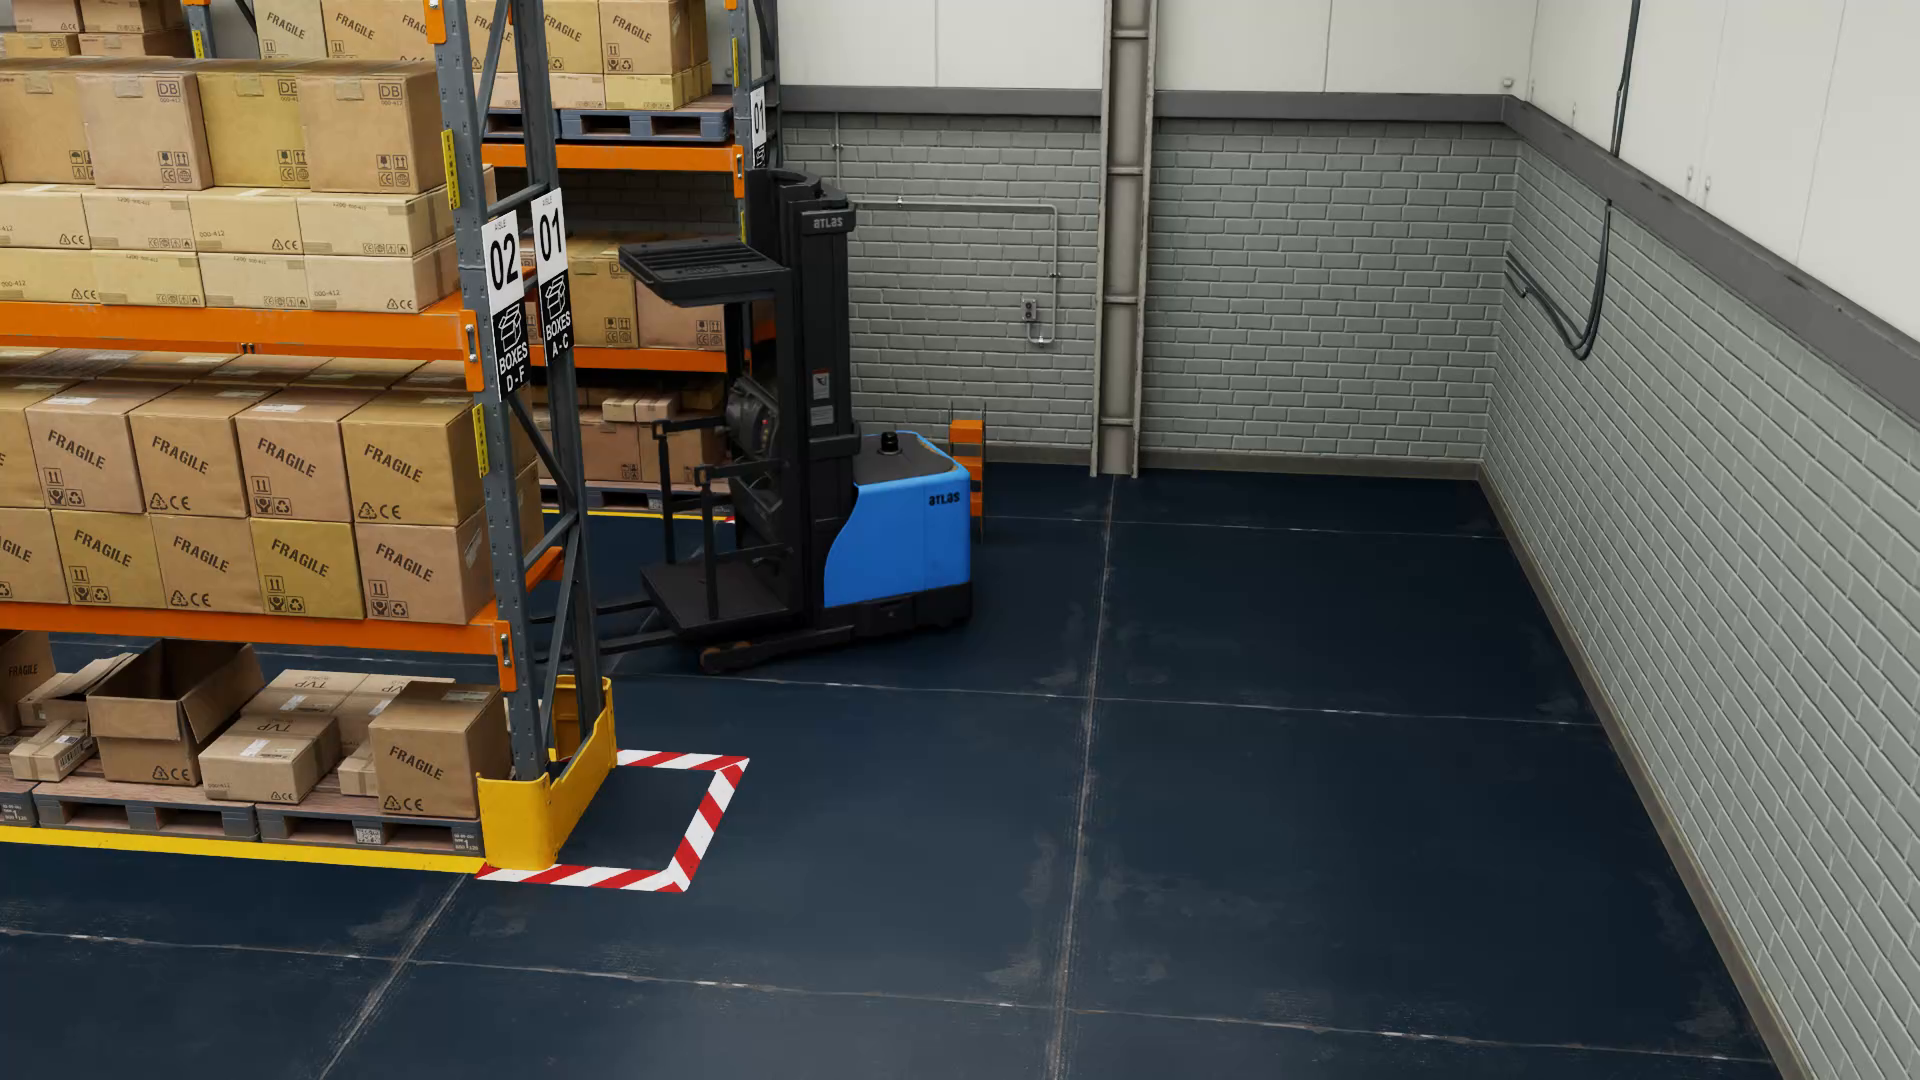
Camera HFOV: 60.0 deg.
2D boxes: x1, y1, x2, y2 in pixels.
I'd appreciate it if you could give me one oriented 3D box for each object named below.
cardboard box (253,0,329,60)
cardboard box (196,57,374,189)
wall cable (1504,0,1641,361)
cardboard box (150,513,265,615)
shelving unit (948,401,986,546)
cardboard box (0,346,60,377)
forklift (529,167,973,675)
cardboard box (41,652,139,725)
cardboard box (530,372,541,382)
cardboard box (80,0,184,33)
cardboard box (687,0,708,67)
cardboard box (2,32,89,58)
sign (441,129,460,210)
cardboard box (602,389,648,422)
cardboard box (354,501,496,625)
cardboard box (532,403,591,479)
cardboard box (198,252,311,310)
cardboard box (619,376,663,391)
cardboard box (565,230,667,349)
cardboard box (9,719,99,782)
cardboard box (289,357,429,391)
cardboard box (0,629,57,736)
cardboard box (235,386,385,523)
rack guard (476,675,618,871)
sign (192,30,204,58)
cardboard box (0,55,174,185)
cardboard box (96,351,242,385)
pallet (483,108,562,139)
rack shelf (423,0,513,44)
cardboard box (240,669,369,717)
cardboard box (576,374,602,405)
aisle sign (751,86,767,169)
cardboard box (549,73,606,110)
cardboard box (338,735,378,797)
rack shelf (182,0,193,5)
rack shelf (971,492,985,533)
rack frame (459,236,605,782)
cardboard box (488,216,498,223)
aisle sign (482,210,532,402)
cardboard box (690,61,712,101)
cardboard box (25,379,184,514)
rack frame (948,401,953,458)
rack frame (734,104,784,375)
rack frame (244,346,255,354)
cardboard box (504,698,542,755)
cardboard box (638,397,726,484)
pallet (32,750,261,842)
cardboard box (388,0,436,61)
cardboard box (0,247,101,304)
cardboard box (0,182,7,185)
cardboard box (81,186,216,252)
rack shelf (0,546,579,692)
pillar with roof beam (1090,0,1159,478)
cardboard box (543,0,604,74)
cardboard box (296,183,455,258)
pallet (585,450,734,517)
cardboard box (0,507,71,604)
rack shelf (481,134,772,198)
[{"bbox_3d":[-4.788,-3.727,12.184,0.500,0.500,0.500,2,22,6],"label":"cardboard box"},{"bbox_3d":[-3.068,-1.938,7.685,0.500,0.500,0.700,2,22,6],"label":"cardboard box"},{"bbox_3d":[4.084,-2.742,11.359,0.112,2.526,3.097,2,22,6],"label":"wall cable"},{"bbox_3d":[-3.557,0.026,8.158,0.500,0.500,0.500,3,22,7],"label":"cardboard box"},{"bbox_3d":[0.053,-0.486,12.241,0.252,1.050,0.215,2,22,6],"label":"shelving unit"},{"bbox_3d":[-5.000,-0.699,8.631,0.500,0.500,0.500,2,22,5],"label":"cardboard box"},{"bbox_3d":[-1.479,-0.748,10.346,3.031,2.935,1.130,-9,23,-23],"label":"forklift"},{"bbox_3d":[-4.698,0.864,9.234,0.500,0.311,0.500,2,22,6],"label":"cardboard box"},{"bbox_3d":[-3.560,-1.232,13.424,0.250,0.149,0.380,2,22,5],"label":"cardboard box"},{"bbox_3d":[-6.321,-4.025,12.707,0.500,0.250,0.500,4,22,10],"label":"cardboard box"},{"bbox_3d":[-2.187,-3.807,12.386,0.500,0.500,0.500,2,22,4],"label":"cardboard box"},{"bbox_3d":[-6.884,-3.669,12.826,0.500,0.500,0.700,2,22,5],"label":"cardboard box"},{"bbox_3d":[-2.155,-1.567,7.040,0.005,0.325,0.100,2,22,6],"label":"sign"},{"bbox_3d":[-2.600,-1.049,12.961,0.250,0.149,0.380,3,22,8],"label":"cardboard box"},{"bbox_3d":[-2.546,0.071,8.044,0.500,0.500,0.500,3,22,8],"label":"cardboard box"},{"bbox_3d":[-3.194,-0.841,13.316,0.500,0.500,0.700,2,22,5],"label":"cardboard box"},{"bbox_3d":[-3.106,-1.239,7.619,0.500,0.250,0.500,2,22,6],"label":"cardboard box"},{"bbox_3d":[-2.553,-1.189,13.313,0.250,0.149,0.380,3,22,6],"label":"cardboard box"},{"bbox_3d":[-2.722,-1.957,12.901,0.700,0.700,0.980,2,22,6],"label":"cardboard box"},{"bbox_3d":[-4.790,1.108,8.812,0.250,0.166,0.380,2,22,6],"label":"cardboard box"},{"bbox_3d":[-2.999,-0.609,8.405,0.500,0.500,0.500,3,22,7],"label":"cardboard box"},{"bbox_3d":[-5.443,0.743,9.281,0.500,0.500,0.500,2,22,6],"label":"cardboard box"},{"bbox_3d":[-3.046,-0.414,7.912,0.500,0.500,0.500,3,22,8],"label":"cardboard box"},{"bbox_3d":[-2.145,1.197,8.733,0.348,0.500,1.175,2,22,6],"label":"rack guard"},{"bbox_3d":[-5.517,-3.528,12.071,0.005,0.325,0.100,2,22,6],"label":"sign"},{"bbox_3d":[-4.063,-1.976,7.782,0.500,0.500,0.700,2,22,6],"label":"cardboard box"},{"bbox_3d":[-4.000,-0.654,8.519,0.500,0.500,0.500,2,22,6],"label":"cardboard box"},{"bbox_3d":[-3.443,-3.205,12.508,1.213,0.211,1.003,2,22,6],"label":"pallet"},{"bbox_3d":[-4.056,-2.503,7.514,4.000,0.370,1.077,2,22,6],"label":"rack shelf"},{"bbox_3d":[-3.569,0.941,9.121,0.500,0.250,0.500,2,22,6],"label":"cardboard box"},{"bbox_3d":[-3.054,-1.210,13.368,0.250,0.149,0.380,3,22,7],"label":"cardboard box"},{"bbox_3d":[-1.454,-2.868,12.077,0.004,0.787,0.394,2,22,6],"label":"aisle sign"},{"bbox_3d":[-2.766,-3.295,12.112,0.500,0.250,0.500,2,22,4],"label":"cardboard box"},{"bbox_3d":[-3.030,1.167,8.665,0.250,0.166,0.380,2,22,6],"label":"cardboard box"},{"bbox_3d":[-7.449,-4.300,12.600,4.000,0.370,1.077,2,22,6],"label":"rack shelf"},{"bbox_3d":[0.053,-0.218,12.347,0.240,0.259,0.215,2,22,6],"label":"rack shelf"},{"bbox_3d":[-2.070,0.038,8.265,0.127,3.000,1.000,2,22,6],"label":"rack frame"},{"bbox_3d":[-2.550,-1.403,8.032,0.500,0.250,0.500,2,22,6],"label":"cardboard box"},{"bbox_3d":[-2.038,-1.057,7.497,0.004,0.787,0.394,2,22,6],"label":"aisle sign"},{"bbox_3d":[-2.186,-3.459,12.527,0.500,0.250,0.500,4,22,9],"label":"cardboard box"},{"bbox_3d":[-4.071,-0.457,8.021,0.500,0.500,0.500,3,22,8],"label":"cardboard box"},{"bbox_3d":[-0.068,-0.491,12.254,0.008,1.050,0.200,2,22,6],"label":"rack frame"},{"bbox_3d":[-1.490,-1.771,12.840,0.127,3.000,1.000,2,22,6],"label":"rack frame"},{"bbox_3d":[-5.463,-1.944,13.278,0.127,3.000,1.000,2,22,6],"label":"rack frame"},{"bbox_3d":[-2.445,1.015,9.072,0.250,0.149,0.380,2,22,6],"label":"cardboard box"},{"bbox_3d":[-2.197,-0.798,13.207,0.500,0.500,0.700,2,22,6],"label":"cardboard box"},{"bbox_3d":[-4.145,1.243,9.008,1.213,0.211,1.003,2,22,6],"label":"pallet"},{"bbox_3d":[-3.785,-3.687,12.084,0.500,0.500,0.500,3,22,7],"label":"cardboard box"},{"bbox_3d":[-4.099,-1.284,7.731,0.500,0.250,0.500,2,22,6],"label":"cardboard box"},{"bbox_3d":[-4.596,-1.535,7.686,0.500,0.250,0.500,2,22,6],"label":"cardboard box"},{"bbox_3d":[-3.603,-1.494,7.583,0.500,0.250,0.500,2,22,6],"label":"cardboard box"},{"bbox_3d":[-4.056,0.286,8.616,4.000,0.370,1.077,2,22,6],"label":"rack shelf"},{"bbox_3d":[0.786,-3.188,8.265,0.400,9.000,9.100,2,22,6],"label":"pillar with roof beam"},{"bbox_3d":[-2.745,-3.645,11.976,0.500,0.500,0.500,3,22,8],"label":"cardboard box"},{"bbox_3d":[-2.610,-1.449,7.470,0.500,0.250,0.500,2,22,6],"label":"cardboard box"},{"bbox_3d":[-2.294,-0.480,13.368,1.213,0.211,1.003,2,22,6],"label":"pallet"},{"bbox_3d":[-4.562,-0.017,8.267,0.500,0.500,0.500,2,22,6],"label":"cardboard box"},{"bbox_3d":[-3.477,-2.918,12.640,4.000,0.370,1.077,2,22,6],"label":"rack shelf"}]
